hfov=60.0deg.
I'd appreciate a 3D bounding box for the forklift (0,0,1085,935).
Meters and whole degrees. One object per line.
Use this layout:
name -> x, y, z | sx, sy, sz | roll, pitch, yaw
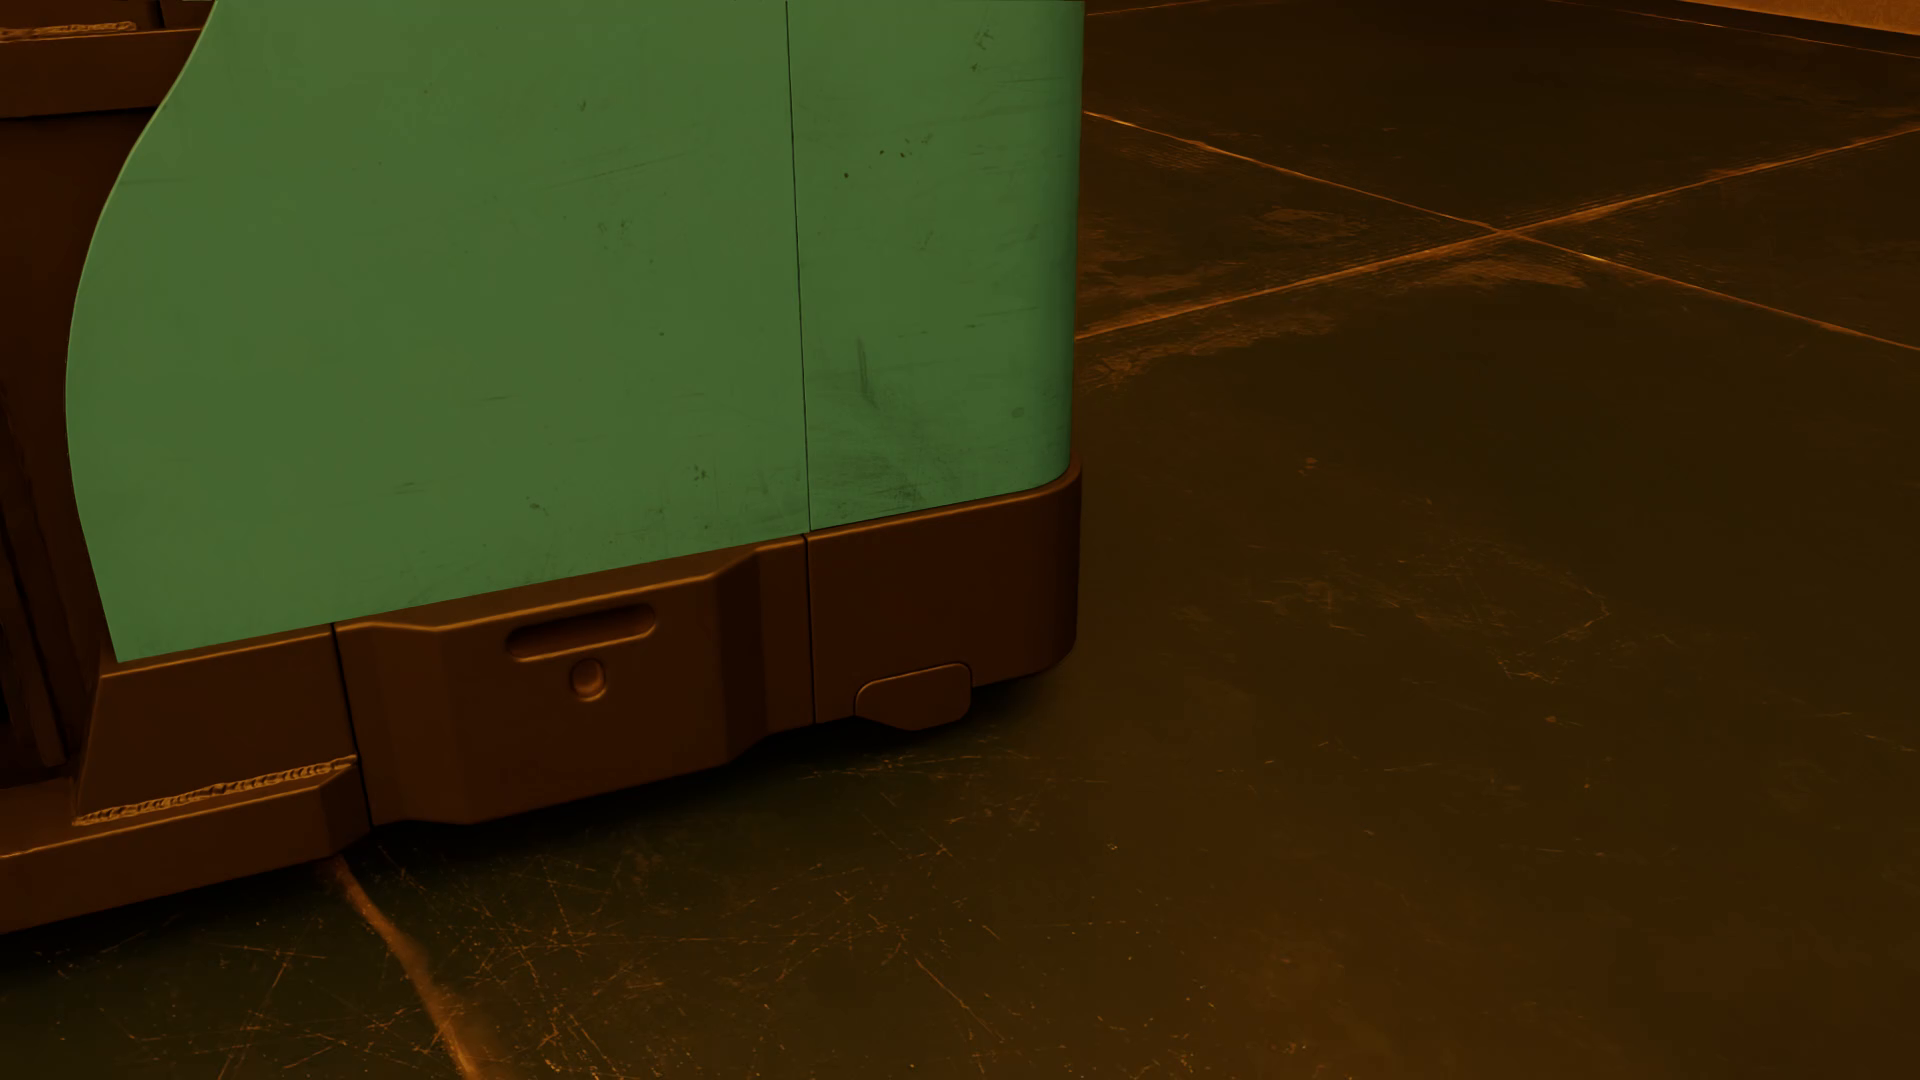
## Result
forklift -> -1.417, -1.042, 1.309 | 3.031, 2.935, 1.130 | -11, 29, -21
